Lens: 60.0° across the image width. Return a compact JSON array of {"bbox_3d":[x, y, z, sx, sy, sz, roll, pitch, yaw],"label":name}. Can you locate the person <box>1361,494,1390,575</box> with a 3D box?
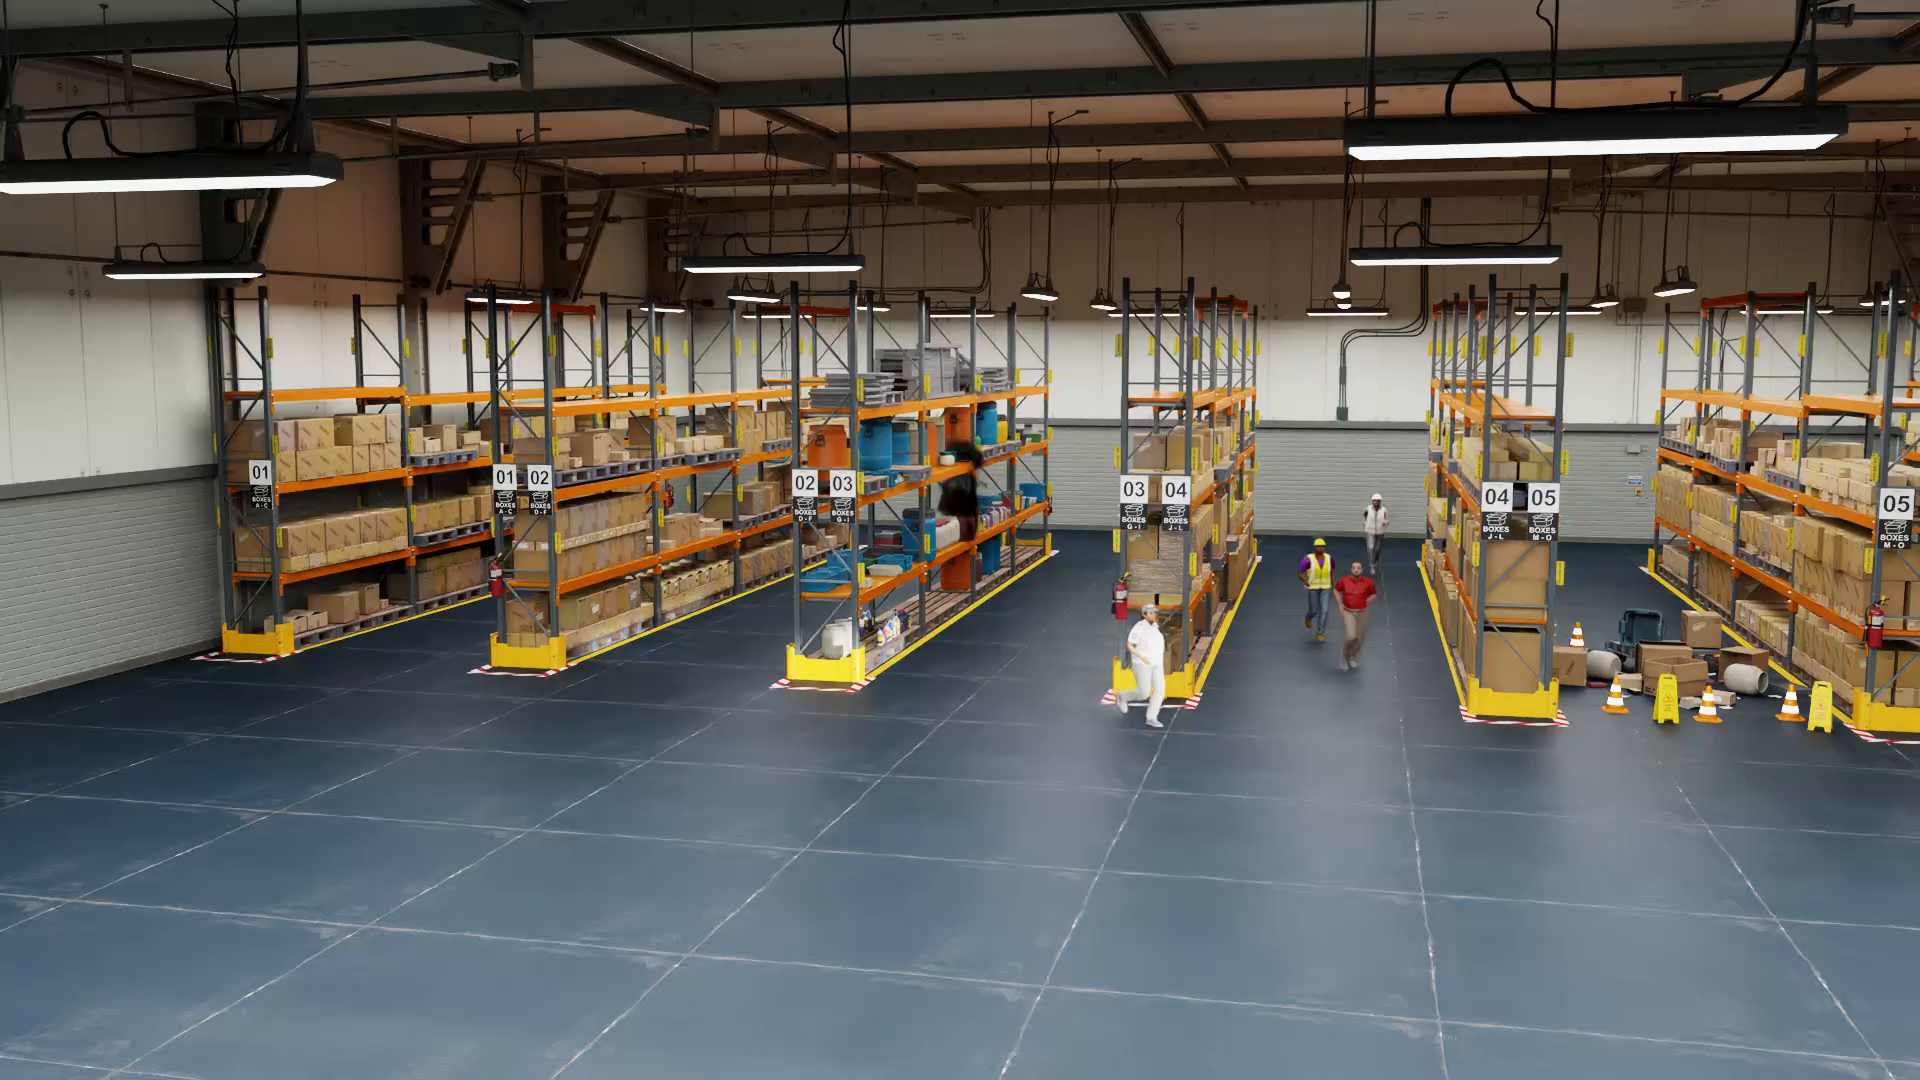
[{"bbox_3d":[9.317,-0.158,37.288,0.617,1.783,0.959,1,7,8],"label":"person"}]

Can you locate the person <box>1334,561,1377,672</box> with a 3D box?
[{"bbox_3d":[6.159,1.206,25.845,0.631,1.755,0.700,0,7,3],"label":"person"}]

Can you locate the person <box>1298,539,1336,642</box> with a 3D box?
[{"bbox_3d":[6.197,0.843,28.786,0.697,1.751,0.868,0,7,-1],"label":"person"}]

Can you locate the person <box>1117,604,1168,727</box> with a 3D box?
[{"bbox_3d":[2.486,1.655,22.250,0.622,1.630,0.755,-6,9,-41],"label":"person"}]
